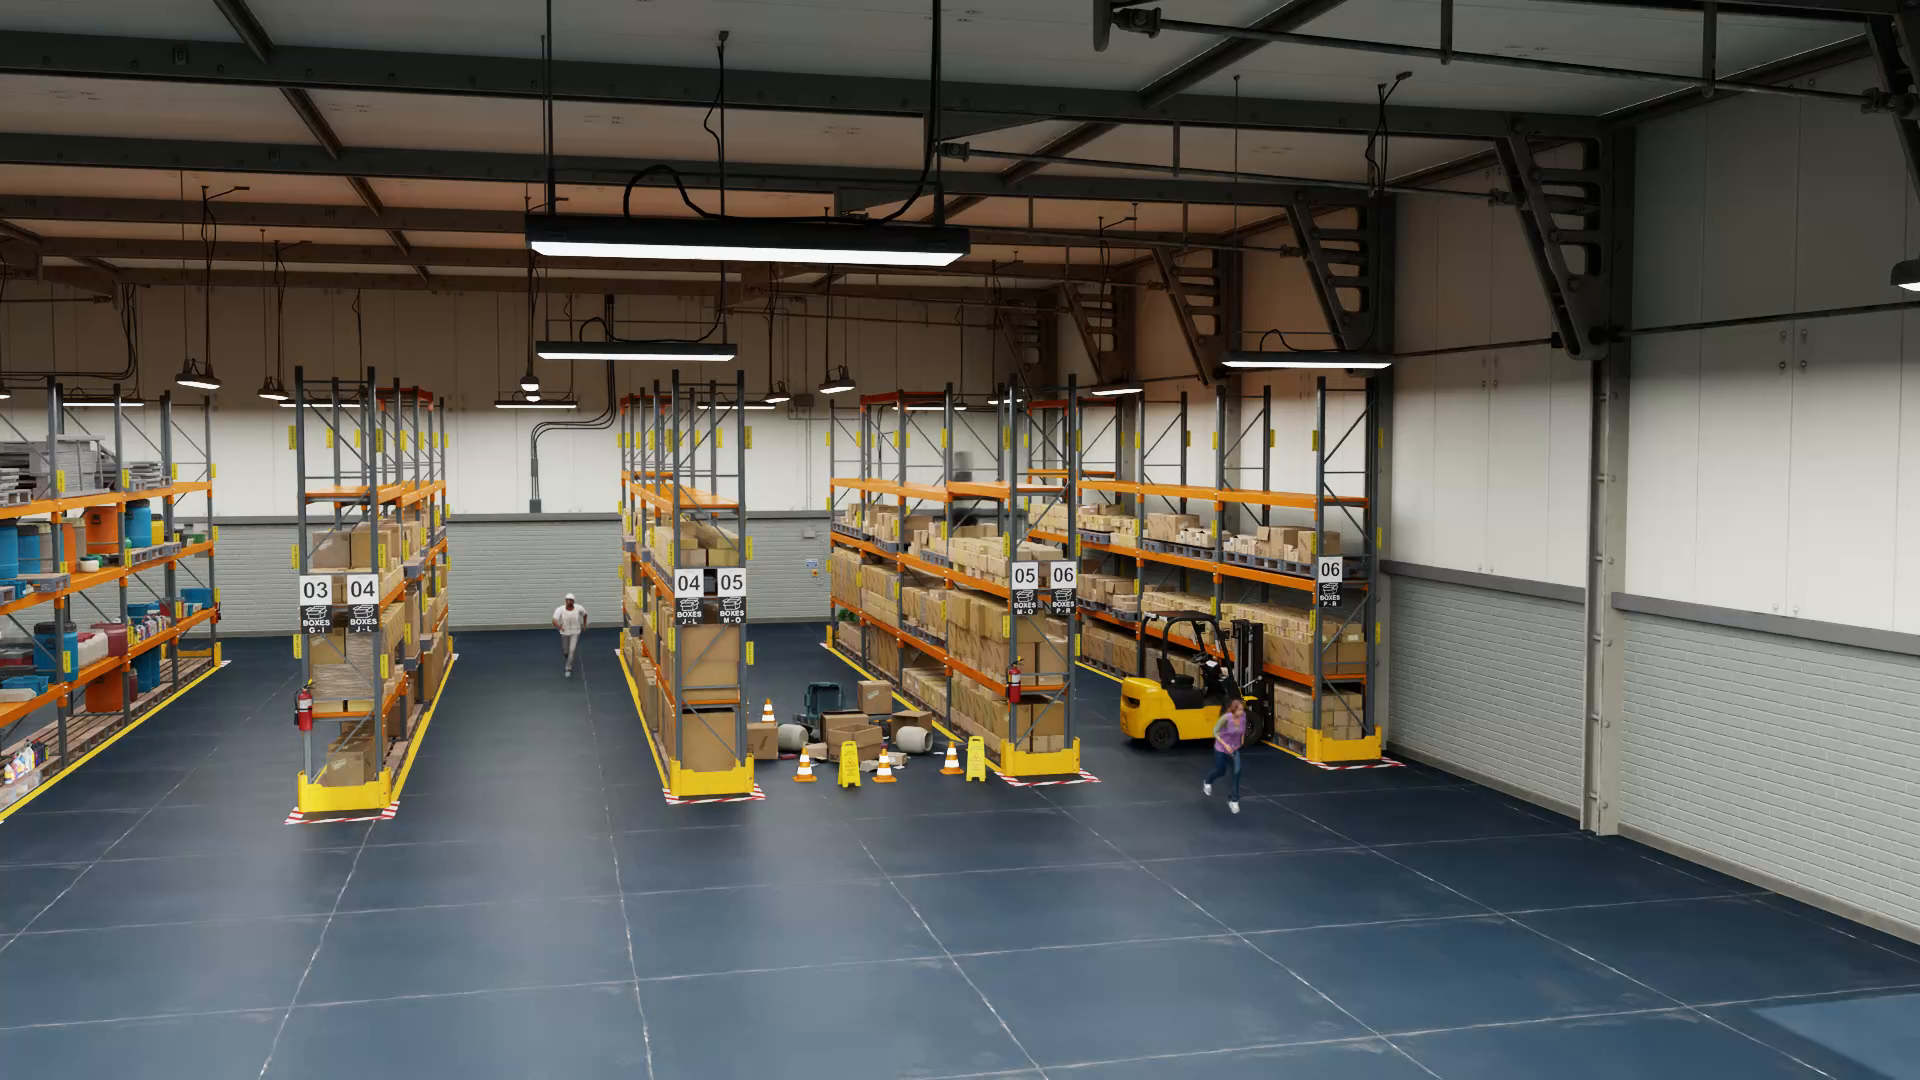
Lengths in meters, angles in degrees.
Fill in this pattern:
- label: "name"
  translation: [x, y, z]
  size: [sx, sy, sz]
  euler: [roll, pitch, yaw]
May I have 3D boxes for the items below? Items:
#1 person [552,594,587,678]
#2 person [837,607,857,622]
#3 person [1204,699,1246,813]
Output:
- label: "person"
  translation: [-8.347, 2.007, 35.569]
  size: [0.725, 1.756, 0.990]
  euler: [-1, 3, -11]
- label: "person"
  translation: [-2.791, 1.651, 41.530]
  size: [0.753, 1.857, 0.682]
  euler: [0, 3, 5]
- label: "person"
  translation: [3.614, 2.901, 22.761]
  size: [0.570, 1.547, 0.915]
  euler: [-2, 4, -26]
